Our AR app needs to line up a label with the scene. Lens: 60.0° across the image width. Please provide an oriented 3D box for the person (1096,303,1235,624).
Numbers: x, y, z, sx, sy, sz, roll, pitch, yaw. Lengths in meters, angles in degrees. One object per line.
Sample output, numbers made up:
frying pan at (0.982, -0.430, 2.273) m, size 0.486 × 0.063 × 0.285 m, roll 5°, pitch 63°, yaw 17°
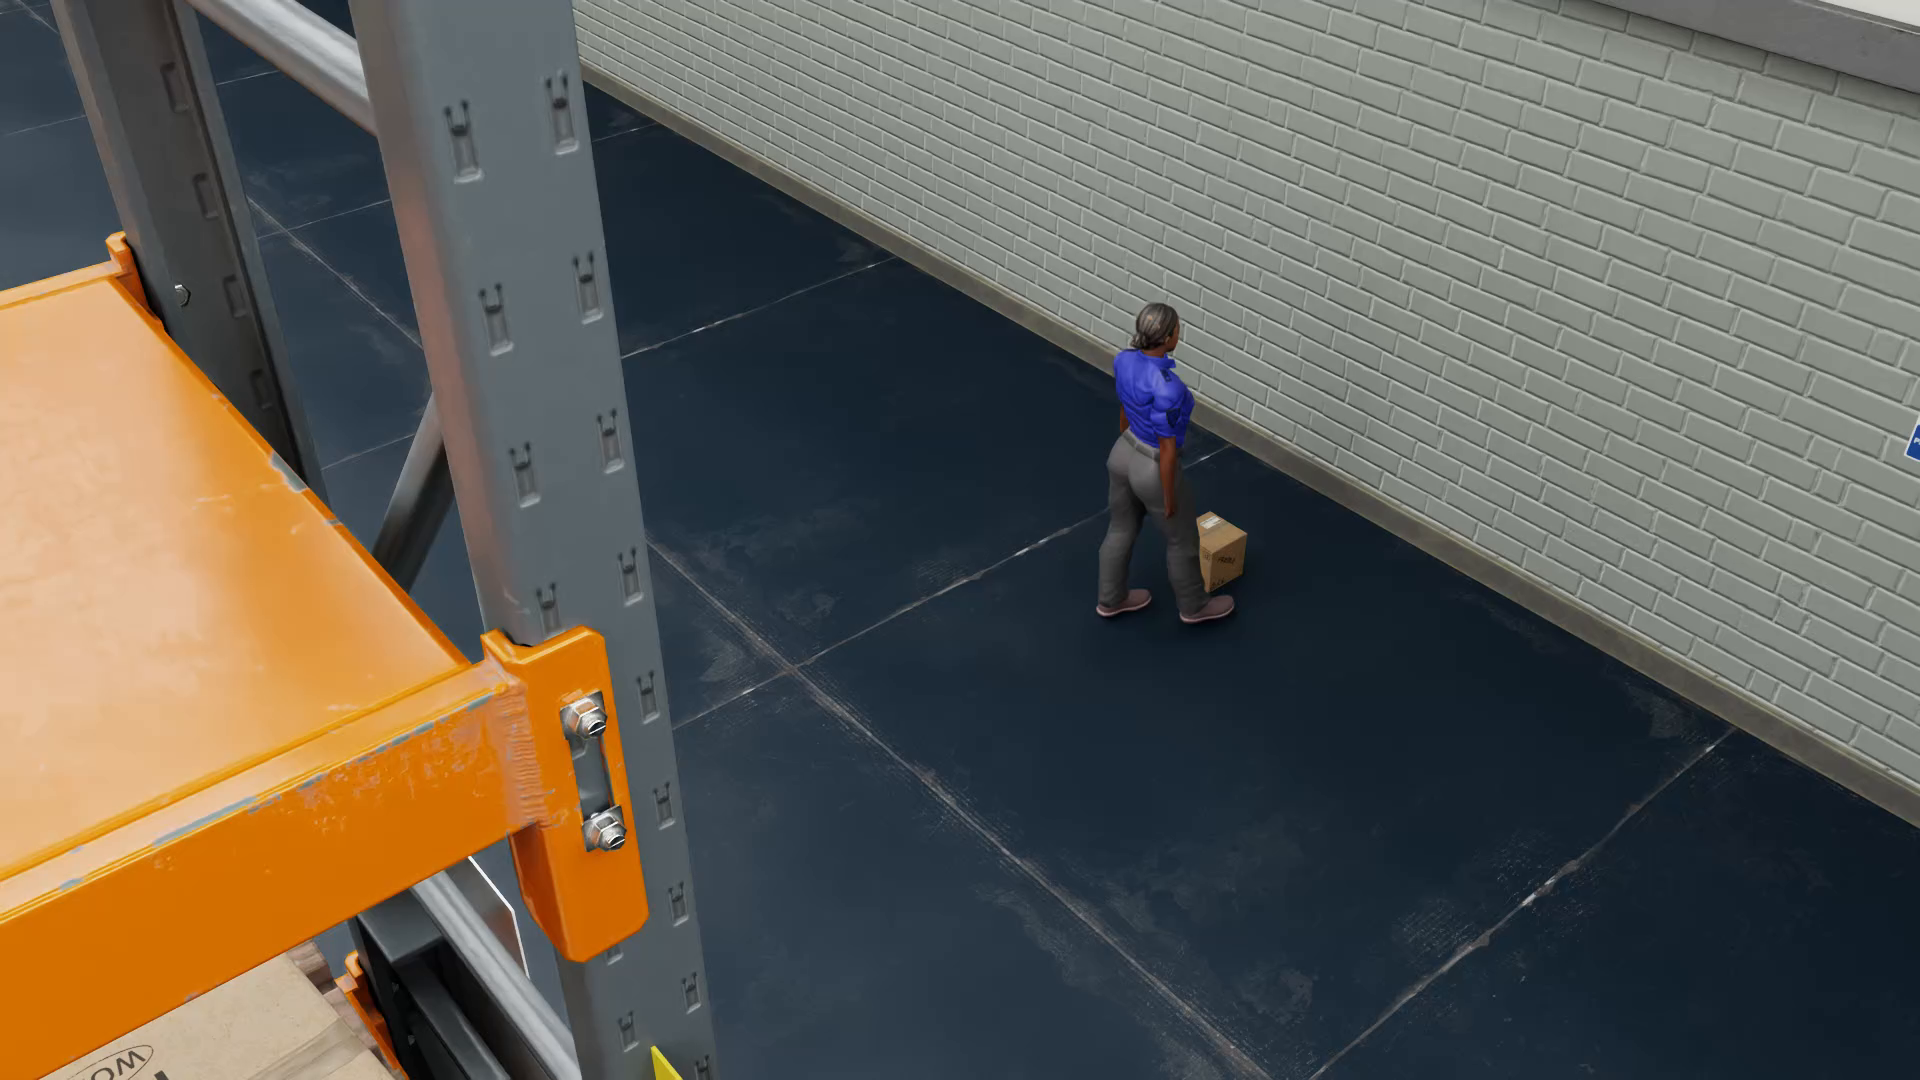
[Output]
person at (0.963, -0.343, 7.534) m, size 0.585 × 1.653 × 0.496 m, roll -21°, pitch 41°, yaw -26°
